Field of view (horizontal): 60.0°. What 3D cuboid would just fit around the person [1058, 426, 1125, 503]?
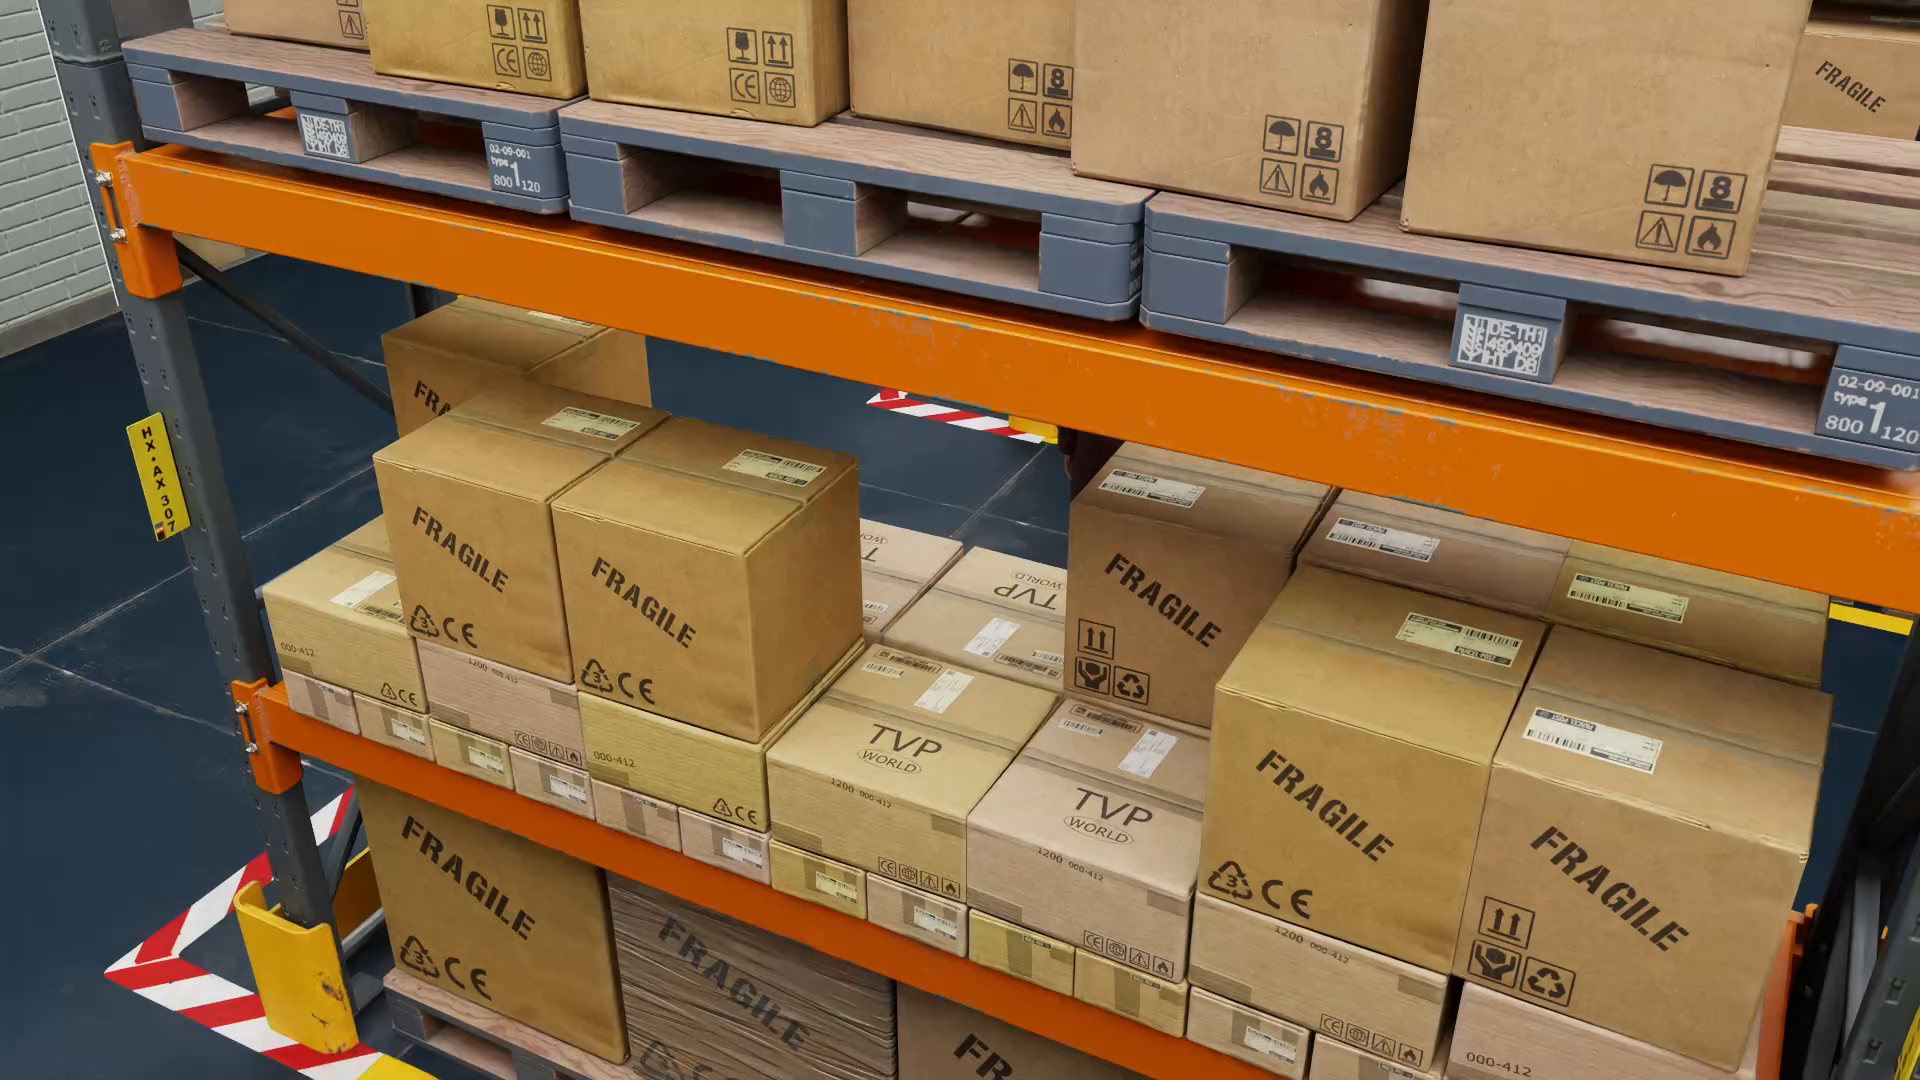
[{"bbox_3d":[0.683,-0.302,6.673,0.643,1.774,0.423,14,33,24],"label":"person"}]
